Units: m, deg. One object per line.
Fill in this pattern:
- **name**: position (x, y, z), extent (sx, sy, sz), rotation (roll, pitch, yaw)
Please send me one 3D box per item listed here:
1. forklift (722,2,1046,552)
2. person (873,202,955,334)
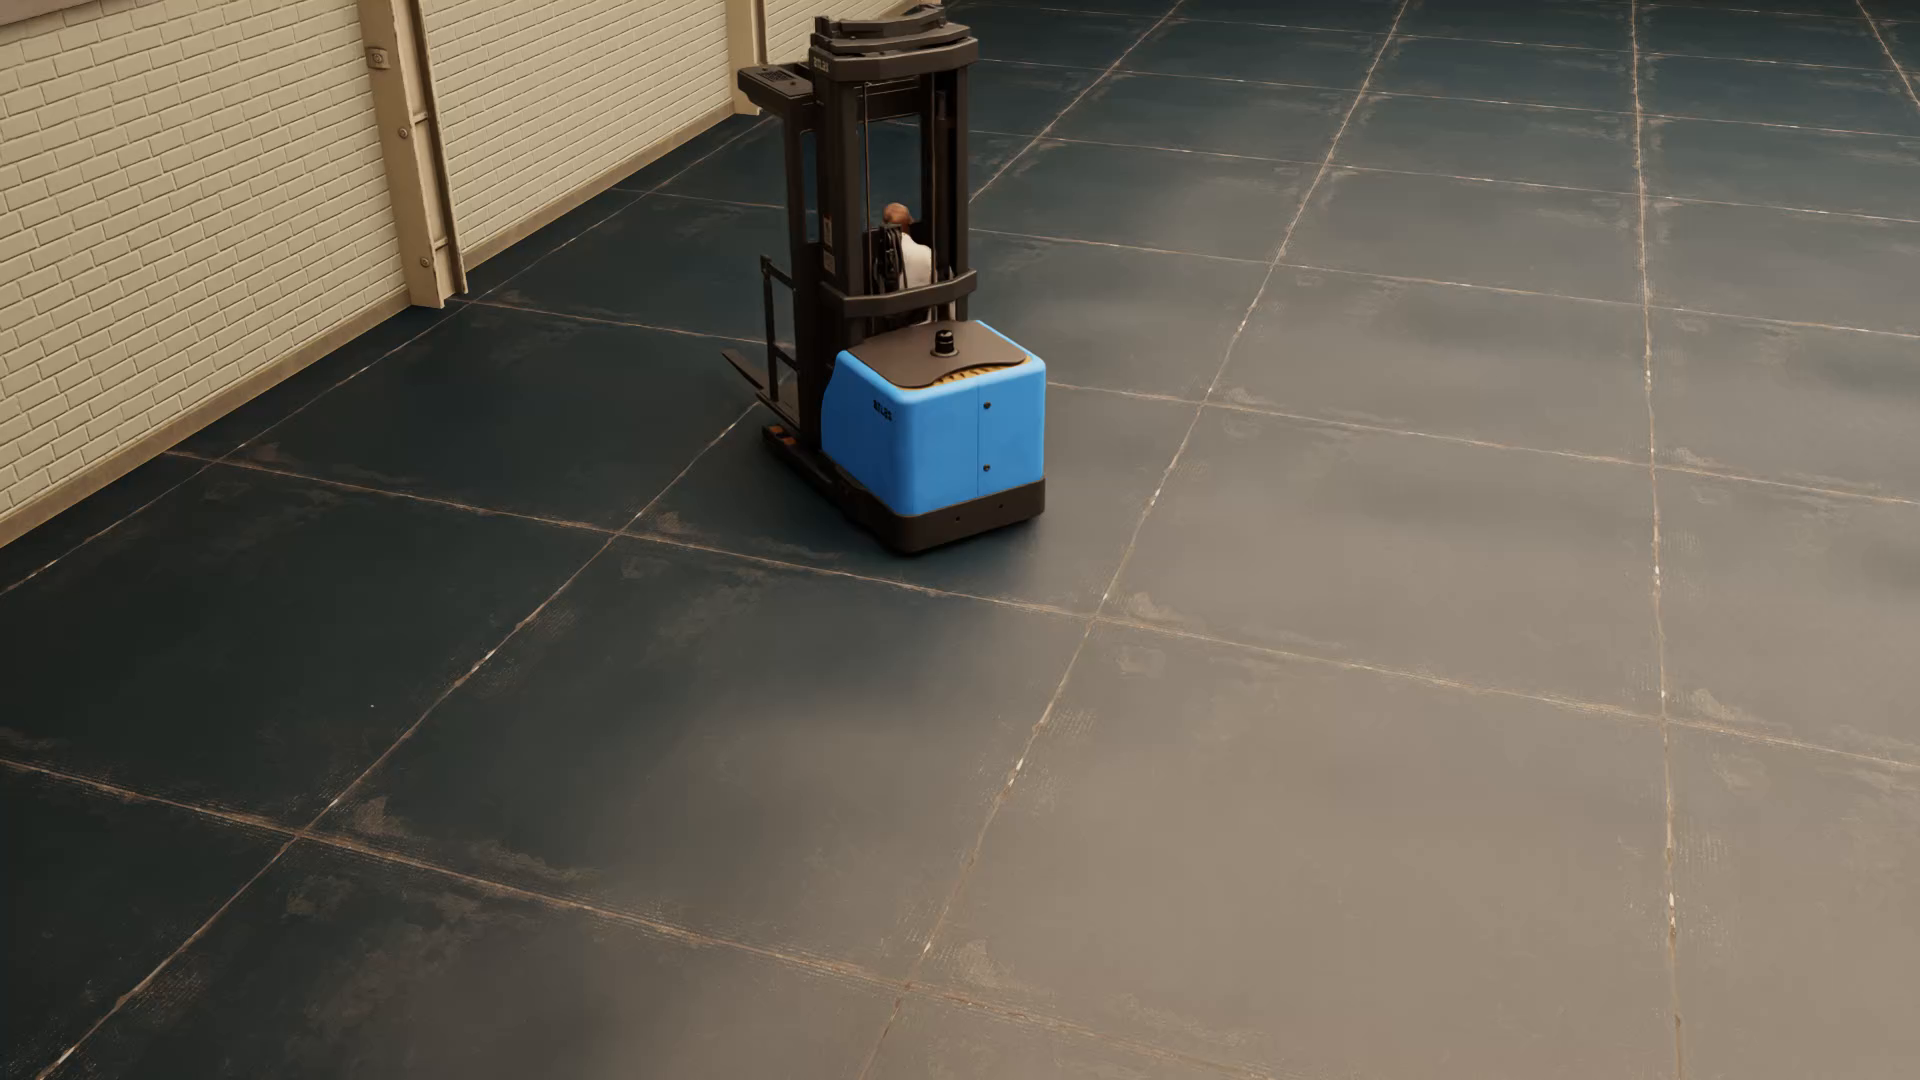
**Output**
- **forklift**: position (-0.664, -1.895, 10.461), extent (1.130, 2.935, 3.031), rotation (-16, 34, -26)
- **person**: position (-0.290, -1.385, 10.716), extent (0.855, 1.689, 1.074), rotation (6, 30, 11)
